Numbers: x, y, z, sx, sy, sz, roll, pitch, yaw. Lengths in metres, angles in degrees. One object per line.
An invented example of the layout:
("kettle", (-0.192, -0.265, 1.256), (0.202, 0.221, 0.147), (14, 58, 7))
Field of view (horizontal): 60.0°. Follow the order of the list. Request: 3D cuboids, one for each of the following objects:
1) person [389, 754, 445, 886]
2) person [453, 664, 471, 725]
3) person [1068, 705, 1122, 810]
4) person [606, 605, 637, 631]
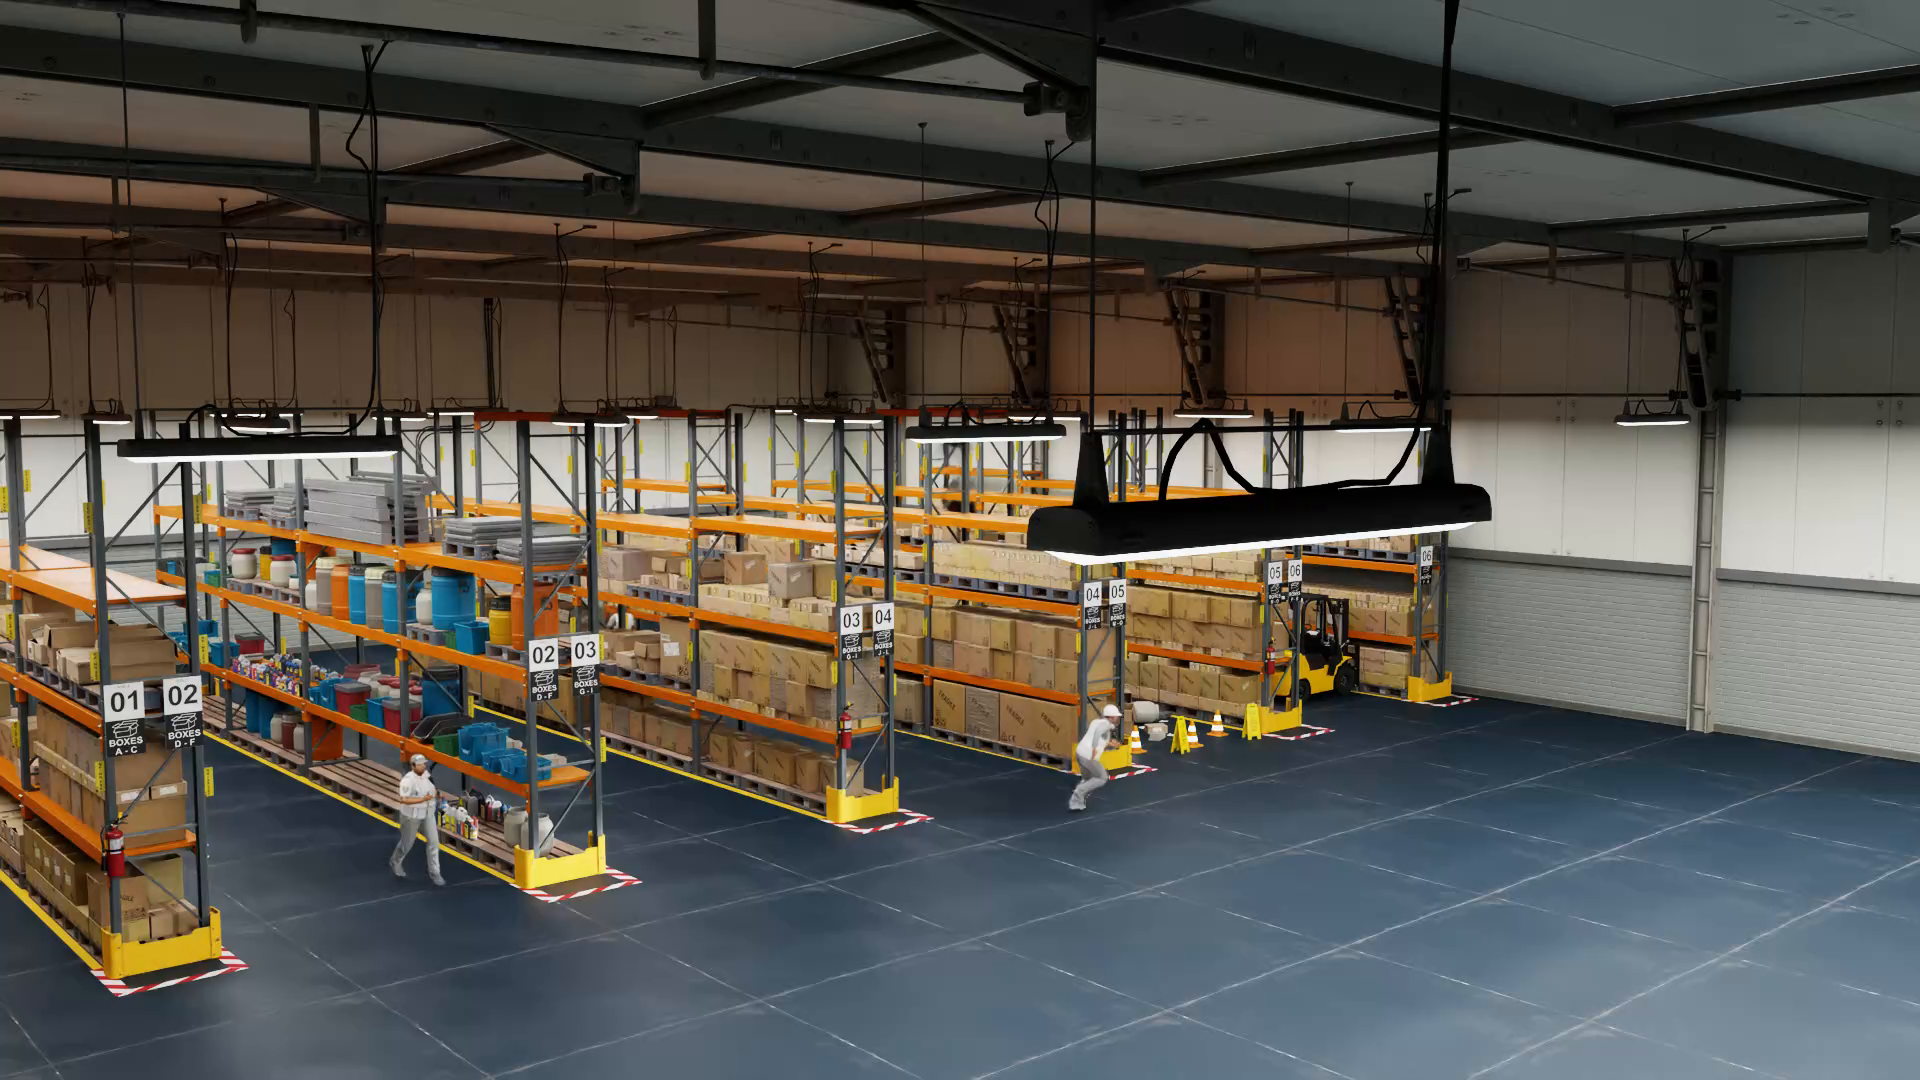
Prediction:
("person", (-7.043, 3.591, 21.534), (0.909, 1.687, 0.590), (3, 6, 34))
("person", (-8.804, 2.980, 28.973), (0.918, 1.681, 0.599), (3, 6, 35))
("person", (2.073, 3.315, 25.283), (0.856, 1.598, 0.684), (-1, 5, -14))
("person", (-7.431, 2.233, 36.806), (0.668, 1.747, 0.621), (-4, 6, -39))
